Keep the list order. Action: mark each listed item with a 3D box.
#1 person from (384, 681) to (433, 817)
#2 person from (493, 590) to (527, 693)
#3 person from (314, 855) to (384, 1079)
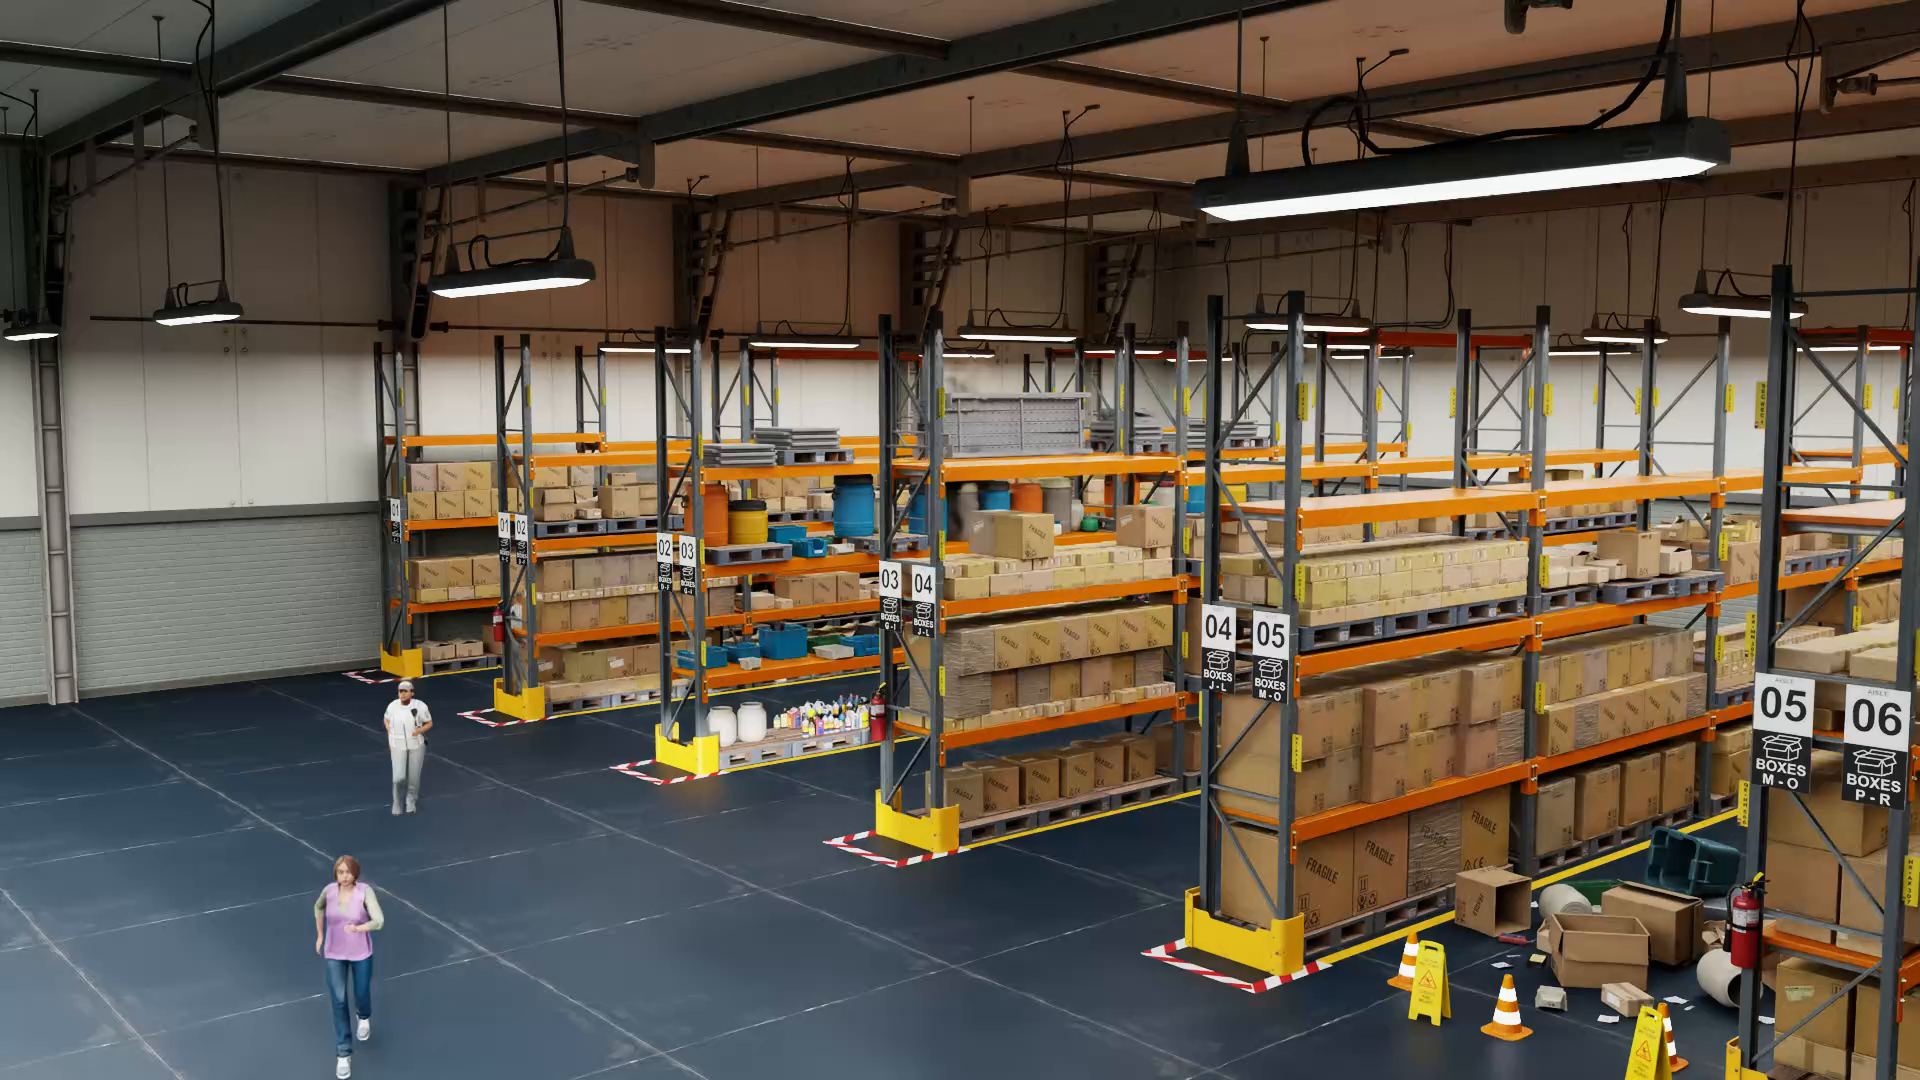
[{"bbox_3d":[-6.664,2.527,20.067,0.569,1.664,0.628,-1,5,-14],"label":"person"},{"bbox_3d":[-7.563,1.743,28.165,0.674,1.845,0.657,-4,7,-38],"label":"person"},{"bbox_3d":[-4.670,3.184,12.730,0.526,1.593,0.877,-1,5,-15],"label":"person"}]
